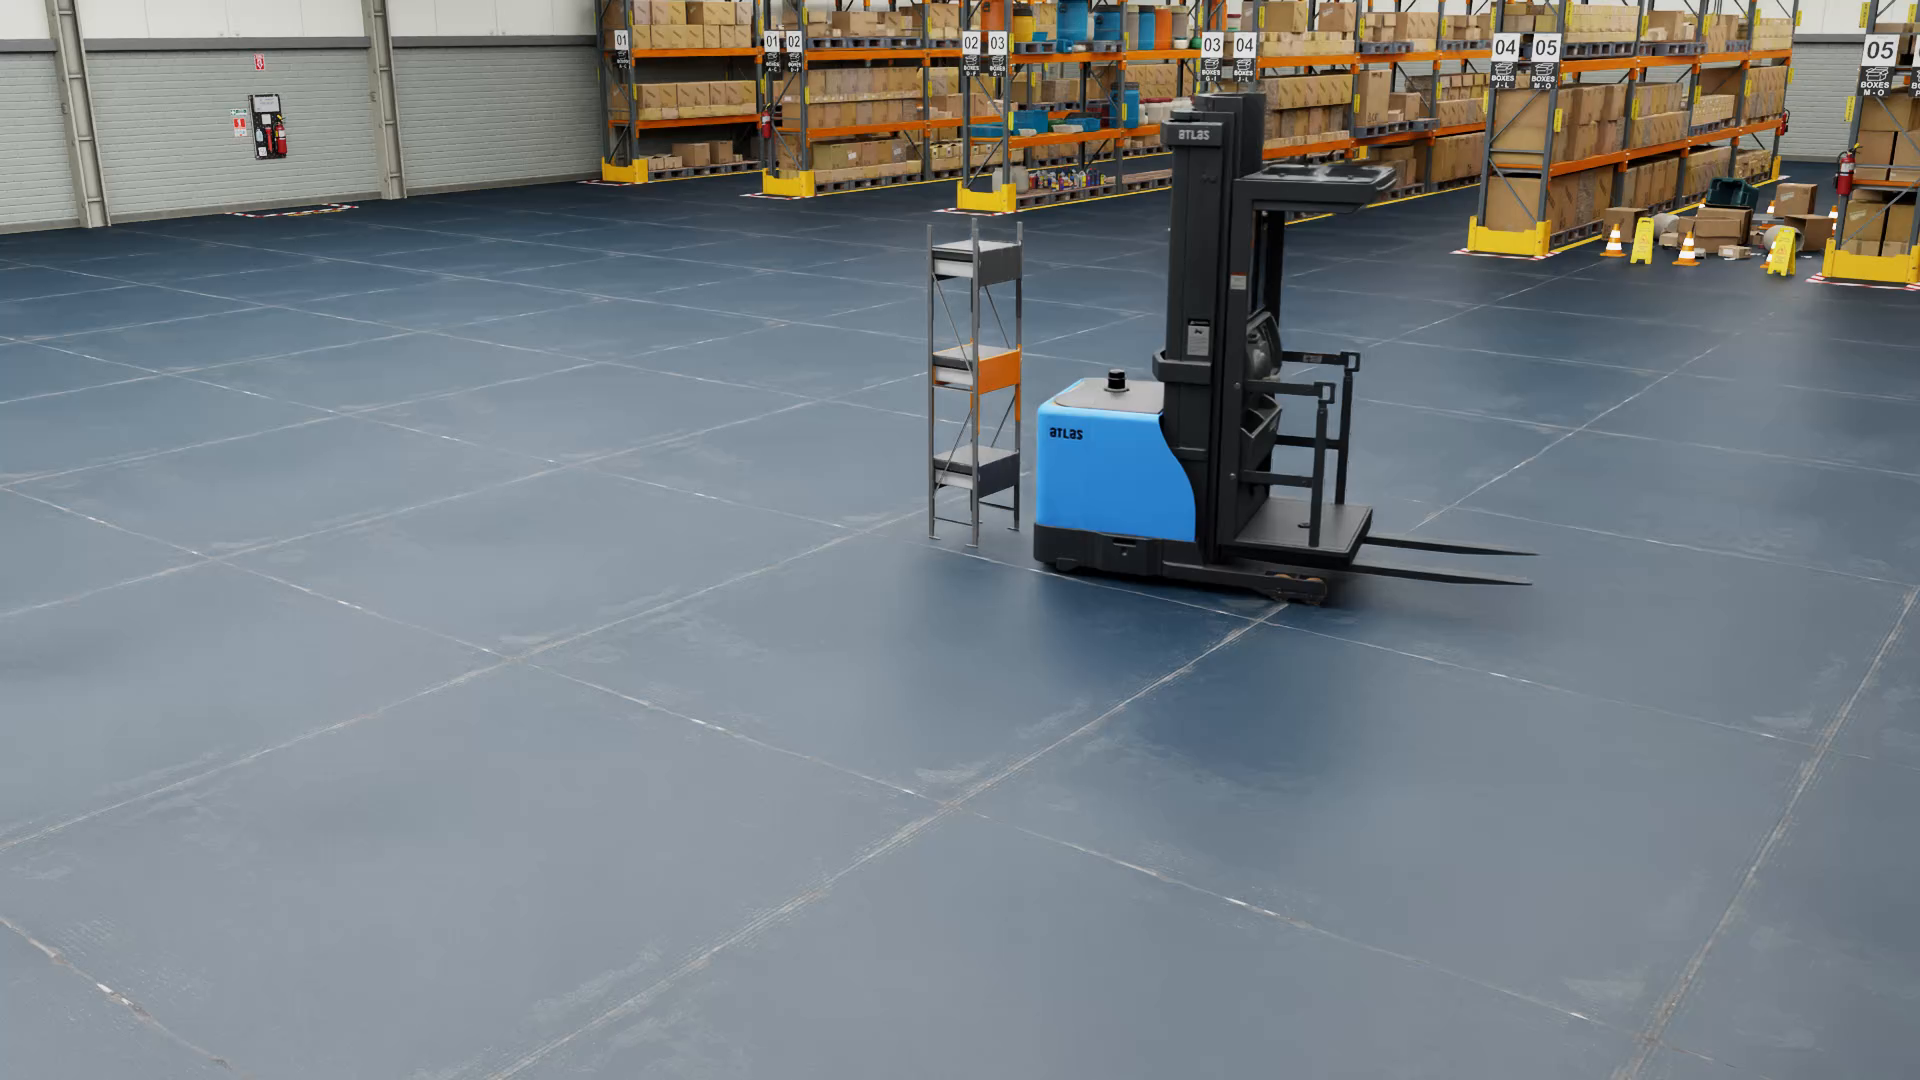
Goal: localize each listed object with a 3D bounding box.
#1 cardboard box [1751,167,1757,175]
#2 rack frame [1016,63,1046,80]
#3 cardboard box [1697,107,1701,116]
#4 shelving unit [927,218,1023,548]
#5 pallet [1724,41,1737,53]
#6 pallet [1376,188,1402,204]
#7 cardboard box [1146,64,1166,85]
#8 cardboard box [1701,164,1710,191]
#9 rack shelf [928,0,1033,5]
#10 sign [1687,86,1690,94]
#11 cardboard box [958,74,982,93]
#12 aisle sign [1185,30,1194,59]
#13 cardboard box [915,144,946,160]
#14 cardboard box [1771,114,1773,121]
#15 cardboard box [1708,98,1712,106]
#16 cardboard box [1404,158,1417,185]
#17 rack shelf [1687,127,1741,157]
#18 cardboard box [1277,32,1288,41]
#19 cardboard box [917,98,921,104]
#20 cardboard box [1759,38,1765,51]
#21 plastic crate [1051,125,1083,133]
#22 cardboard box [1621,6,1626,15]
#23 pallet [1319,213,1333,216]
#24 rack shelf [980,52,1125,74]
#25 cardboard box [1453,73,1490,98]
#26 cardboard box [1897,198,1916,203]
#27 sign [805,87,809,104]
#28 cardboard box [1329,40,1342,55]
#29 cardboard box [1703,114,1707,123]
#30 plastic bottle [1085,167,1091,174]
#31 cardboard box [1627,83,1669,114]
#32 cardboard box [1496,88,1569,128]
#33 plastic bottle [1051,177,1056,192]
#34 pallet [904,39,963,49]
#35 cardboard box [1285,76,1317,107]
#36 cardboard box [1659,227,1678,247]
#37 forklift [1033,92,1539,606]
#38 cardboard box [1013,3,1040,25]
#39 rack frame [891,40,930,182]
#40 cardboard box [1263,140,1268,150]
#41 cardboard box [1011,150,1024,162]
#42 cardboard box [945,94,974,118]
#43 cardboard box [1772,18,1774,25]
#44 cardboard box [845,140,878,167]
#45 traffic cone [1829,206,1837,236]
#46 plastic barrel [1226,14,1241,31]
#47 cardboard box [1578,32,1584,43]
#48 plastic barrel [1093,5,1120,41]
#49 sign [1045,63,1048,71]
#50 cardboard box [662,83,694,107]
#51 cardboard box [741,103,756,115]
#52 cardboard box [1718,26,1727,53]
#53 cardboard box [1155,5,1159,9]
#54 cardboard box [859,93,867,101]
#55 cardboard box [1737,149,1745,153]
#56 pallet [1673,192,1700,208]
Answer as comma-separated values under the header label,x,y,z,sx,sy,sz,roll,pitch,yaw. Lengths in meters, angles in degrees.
label,x,y,z,sx,sy,sz,roll,pitch,yaw
cardboard box,17.062,-8.017,36.100,0.380,0.149,0.250,13,21,36
rack frame,2.066,-13.188,48.652,1.000,3.000,0.127,12,21,35
cardboard box,13.922,-8.187,31.764,0.380,0.149,0.250,12,21,33
shelving unit,0.099,-1.042,11.059,0.431,2.100,0.503,12,21,35
pallet,14.471,-9.676,32.602,1.213,0.211,1.003,12,21,35
pallet,8.039,-6.849,32.944,1.003,0.211,1.213,12,21,35
cardboard box,5.091,-12.317,43.993,0.500,0.500,0.500,13,22,36
cardboard box,14.382,-7.129,32.651,0.500,0.500,0.500,12,21,33
rack shelf,0.088,-12.262,37.443,1.077,0.370,4.000,12,21,35
sign,15.100,-9.216,34.403,0.100,0.325,0.005,12,21,35
cardboard box,0.019,-12.504,45.947,0.980,0.700,0.700,13,21,36
aisle sign,6.333,-13.517,45.329,0.394,0.787,0.004,12,21,35
cardboard box,-0.657,-8.665,37.070,0.500,0.311,0.500,13,21,35
cardboard box,17.641,-9.299,36.553,0.380,0.149,0.250,12,21,34
cardboard box,14.370,-8.510,32.301,0.380,0.149,0.250,13,22,36
cardboard box,8.851,-7.510,33.841,0.700,0.500,0.500,11,20,32
rack shelf,14.349,-7.889,32.802,1.077,0.370,4.000,12,21,35
cardboard box,5.320,-8.506,28.099,0.380,0.149,0.250,13,22,37
cardboard box,-1.251,-11.638,44.052,0.380,0.149,0.250,13,22,36
cardboard box,16.319,-10.254,34.401,0.500,0.250,0.500,12,21,34
plastic crate,2.108,-8.021,32.461,0.530,0.136,0.437,12,21,35
cardboard box,10.362,-8.422,26.451,0.380,0.149,0.250,13,21,36
pallet,6.479,-6.206,30.871,1.003,0.211,1.213,12,21,35
rack shelf,1.681,-9.191,31.939,1.077,0.370,4.000,12,21,35
cardboard box,11.243,-9.982,36.471,0.797,0.503,0.637,12,21,33
cardboard box,13.450,-4.520,23.404,0.500,0.500,0.500,11,21,33
sign,-3.044,-8.854,33.104,0.100,0.325,0.005,12,21,35
cardboard box,6.469,-8.787,29.677,0.500,0.250,0.500,13,22,36
cardboard box,14.222,-8.164,32.191,0.380,0.149,0.250,13,22,36
plastic bottle,2.605,-7.345,33.563,0.144,0.351,0.185,12,21,35
cardboard box,12.277,-7.933,29.876,0.700,0.500,0.500,12,21,34
cardboard box,8.642,-6.519,25.105,0.875,0.550,0.550,12,21,35
plastic bottle,1.820,-6.910,32.296,0.097,0.271,0.097,0,17,0
pallet,-0.588,-11.009,36.900,0.805,0.209,1.217,11,21,33
cardboard box,5.907,-7.858,29.135,0.500,0.500,0.500,12,21,35
cardboard box,11.228,-4.763,26.132,0.258,0.266,0.396,-16,23,-41
forklift,2.039,-1.185,10.116,3.031,2.935,1.130,7,18,20
cardboard box,1.545,-12.468,39.424,0.500,0.500,0.500,12,21,35
rack frame,-1.103,-9.455,36.633,1.000,3.000,0.127,12,21,35
cardboard box,4.993,-6.713,28.226,0.380,0.149,0.250,12,21,35
cardboard box,1.162,-9.127,39.504,0.500,0.250,0.500,13,21,36
cardboard box,-0.020,-9.928,37.986,0.500,0.500,0.500,12,21,35
cardboard box,16.875,-10.894,34.947,0.380,0.149,0.250,12,21,33
cardboard box,-2.093,-8.193,35.233,0.500,0.500,0.500,12,21,35
traffic cone,14.424,-5.284,27.478,0.336,0.463,0.334,12,21,35
plastic barrel,6.191,-11.678,37.797,0.433,0.535,0.433,0,17,0
cardboard box,9.153,-7.557,25.009,0.380,0.149,0.250,12,21,35
plastic barrel,3.001,-10.410,33.806,0.600,0.901,0.708,12,21,35
sign,2.494,-13.755,48.126,0.100,0.325,0.005,12,21,35
cardboard box,-6.326,-9.971,37.250,0.500,0.500,0.500,12,21,33
cardboard box,-5.123,-10.101,38.932,0.500,0.250,0.500,12,21,35
cardboard box,14.297,-9.565,31.762,0.500,0.500,0.500,12,21,35
cardboard box,4.803,-13.801,43.715,0.700,0.500,0.500,12,21,35
cardboard box,-2.163,-9.281,34.811,0.380,0.149,0.250,13,21,35
cardboard box,17.271,-8.633,37.081,0.380,0.149,0.250,13,21,36
pallet,13.624,-6.610,32.173,1.003,0.211,1.213,12,21,35
